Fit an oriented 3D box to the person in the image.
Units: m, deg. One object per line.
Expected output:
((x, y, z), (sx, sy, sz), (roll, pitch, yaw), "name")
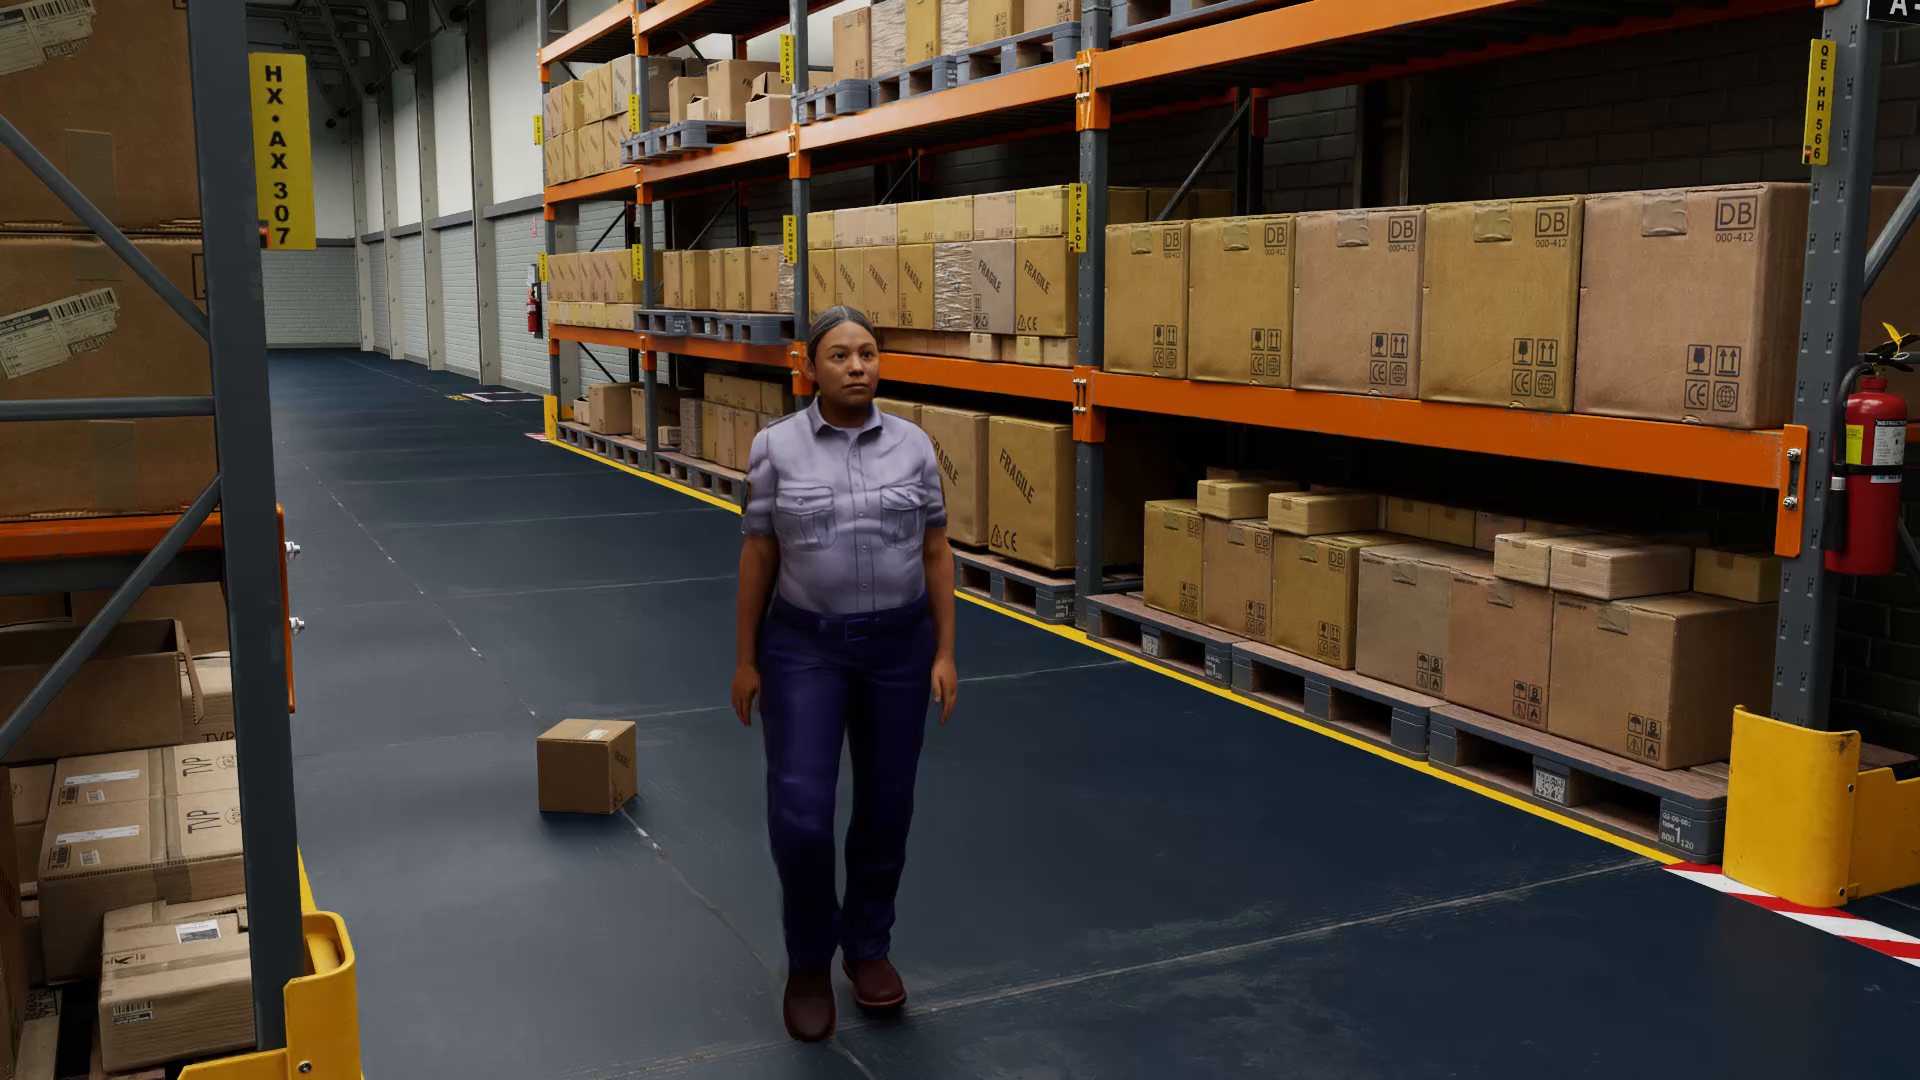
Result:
((-0.245, 0.316, 3.799), (0.513, 1.689, 0.469), (-3, 9, -18), "person")
